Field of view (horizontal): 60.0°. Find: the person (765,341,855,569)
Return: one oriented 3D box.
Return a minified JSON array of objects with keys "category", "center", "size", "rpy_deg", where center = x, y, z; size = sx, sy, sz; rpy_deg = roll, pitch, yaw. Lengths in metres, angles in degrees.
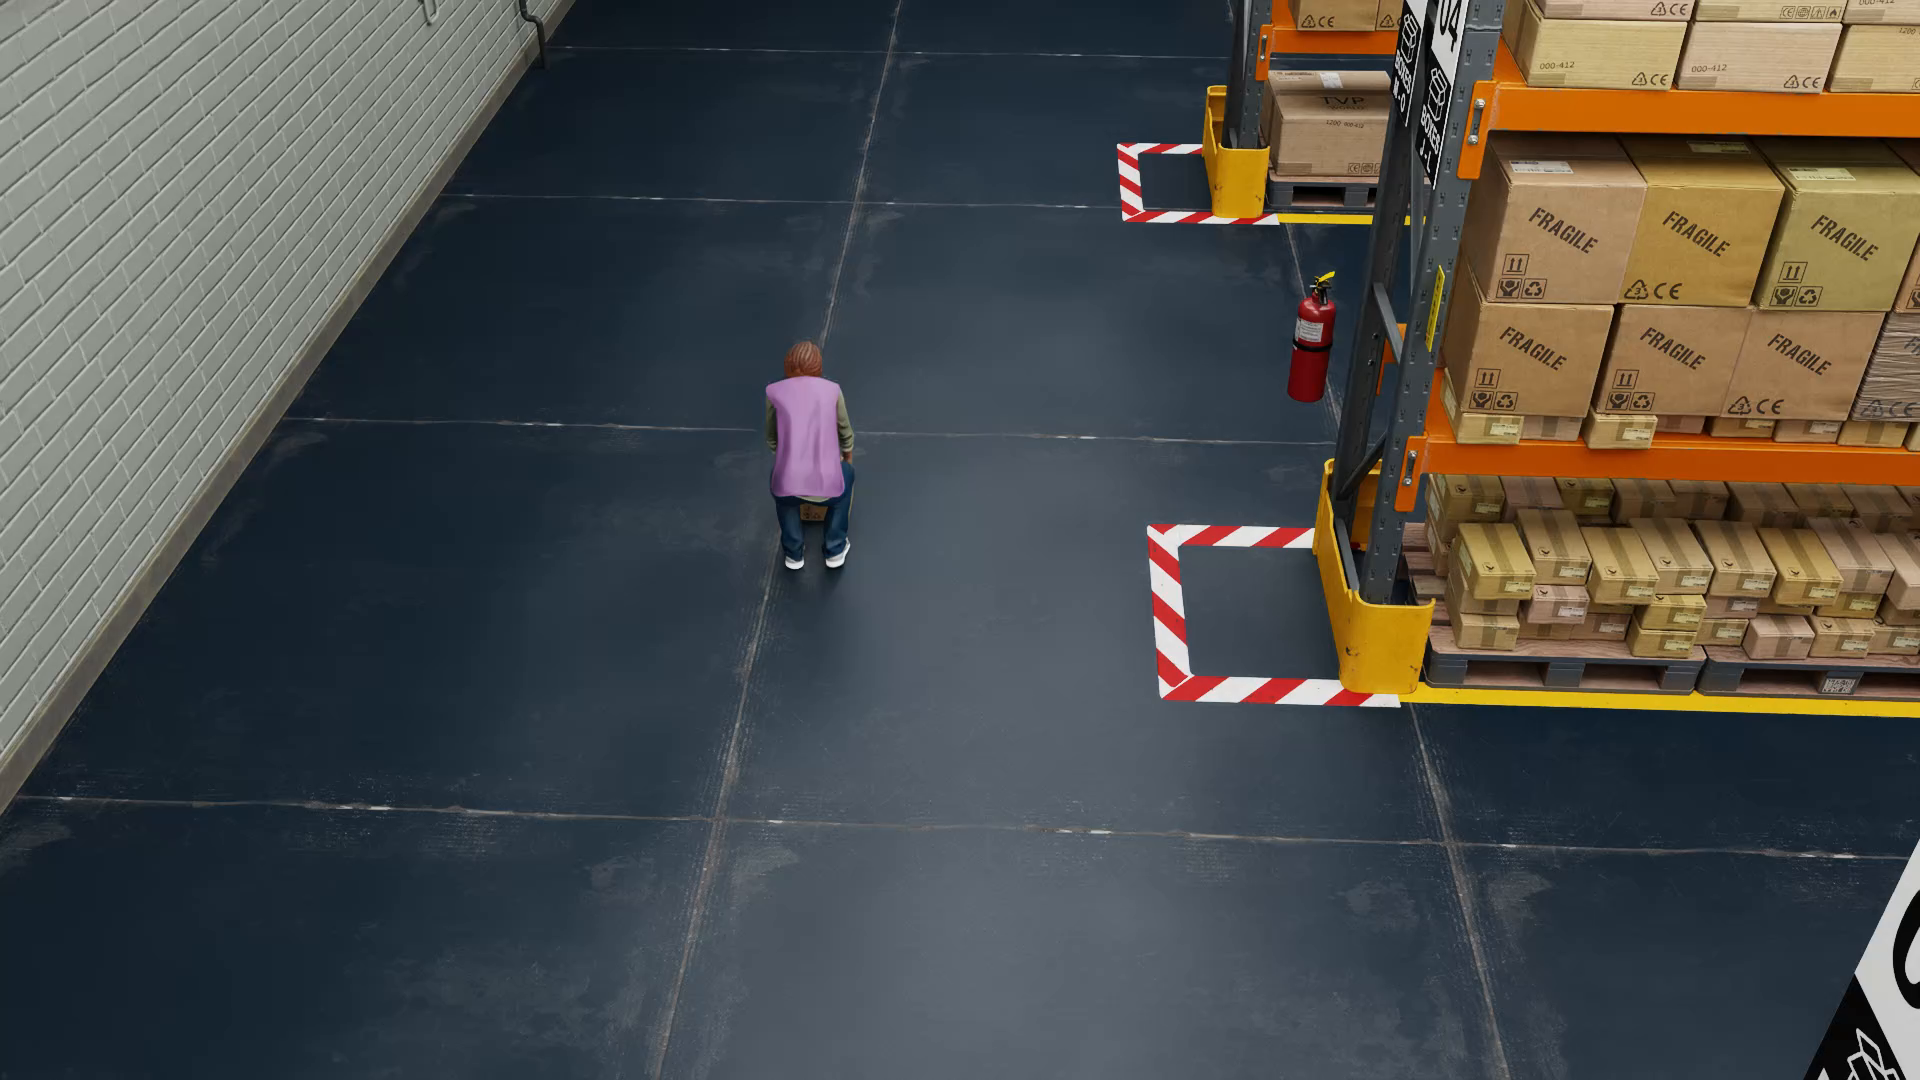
[{"category":"person","center":[-0.747,-0.370,8.116],"size":[0.454,1.023,0.768],"rpy_deg":[1,36,2]}]
